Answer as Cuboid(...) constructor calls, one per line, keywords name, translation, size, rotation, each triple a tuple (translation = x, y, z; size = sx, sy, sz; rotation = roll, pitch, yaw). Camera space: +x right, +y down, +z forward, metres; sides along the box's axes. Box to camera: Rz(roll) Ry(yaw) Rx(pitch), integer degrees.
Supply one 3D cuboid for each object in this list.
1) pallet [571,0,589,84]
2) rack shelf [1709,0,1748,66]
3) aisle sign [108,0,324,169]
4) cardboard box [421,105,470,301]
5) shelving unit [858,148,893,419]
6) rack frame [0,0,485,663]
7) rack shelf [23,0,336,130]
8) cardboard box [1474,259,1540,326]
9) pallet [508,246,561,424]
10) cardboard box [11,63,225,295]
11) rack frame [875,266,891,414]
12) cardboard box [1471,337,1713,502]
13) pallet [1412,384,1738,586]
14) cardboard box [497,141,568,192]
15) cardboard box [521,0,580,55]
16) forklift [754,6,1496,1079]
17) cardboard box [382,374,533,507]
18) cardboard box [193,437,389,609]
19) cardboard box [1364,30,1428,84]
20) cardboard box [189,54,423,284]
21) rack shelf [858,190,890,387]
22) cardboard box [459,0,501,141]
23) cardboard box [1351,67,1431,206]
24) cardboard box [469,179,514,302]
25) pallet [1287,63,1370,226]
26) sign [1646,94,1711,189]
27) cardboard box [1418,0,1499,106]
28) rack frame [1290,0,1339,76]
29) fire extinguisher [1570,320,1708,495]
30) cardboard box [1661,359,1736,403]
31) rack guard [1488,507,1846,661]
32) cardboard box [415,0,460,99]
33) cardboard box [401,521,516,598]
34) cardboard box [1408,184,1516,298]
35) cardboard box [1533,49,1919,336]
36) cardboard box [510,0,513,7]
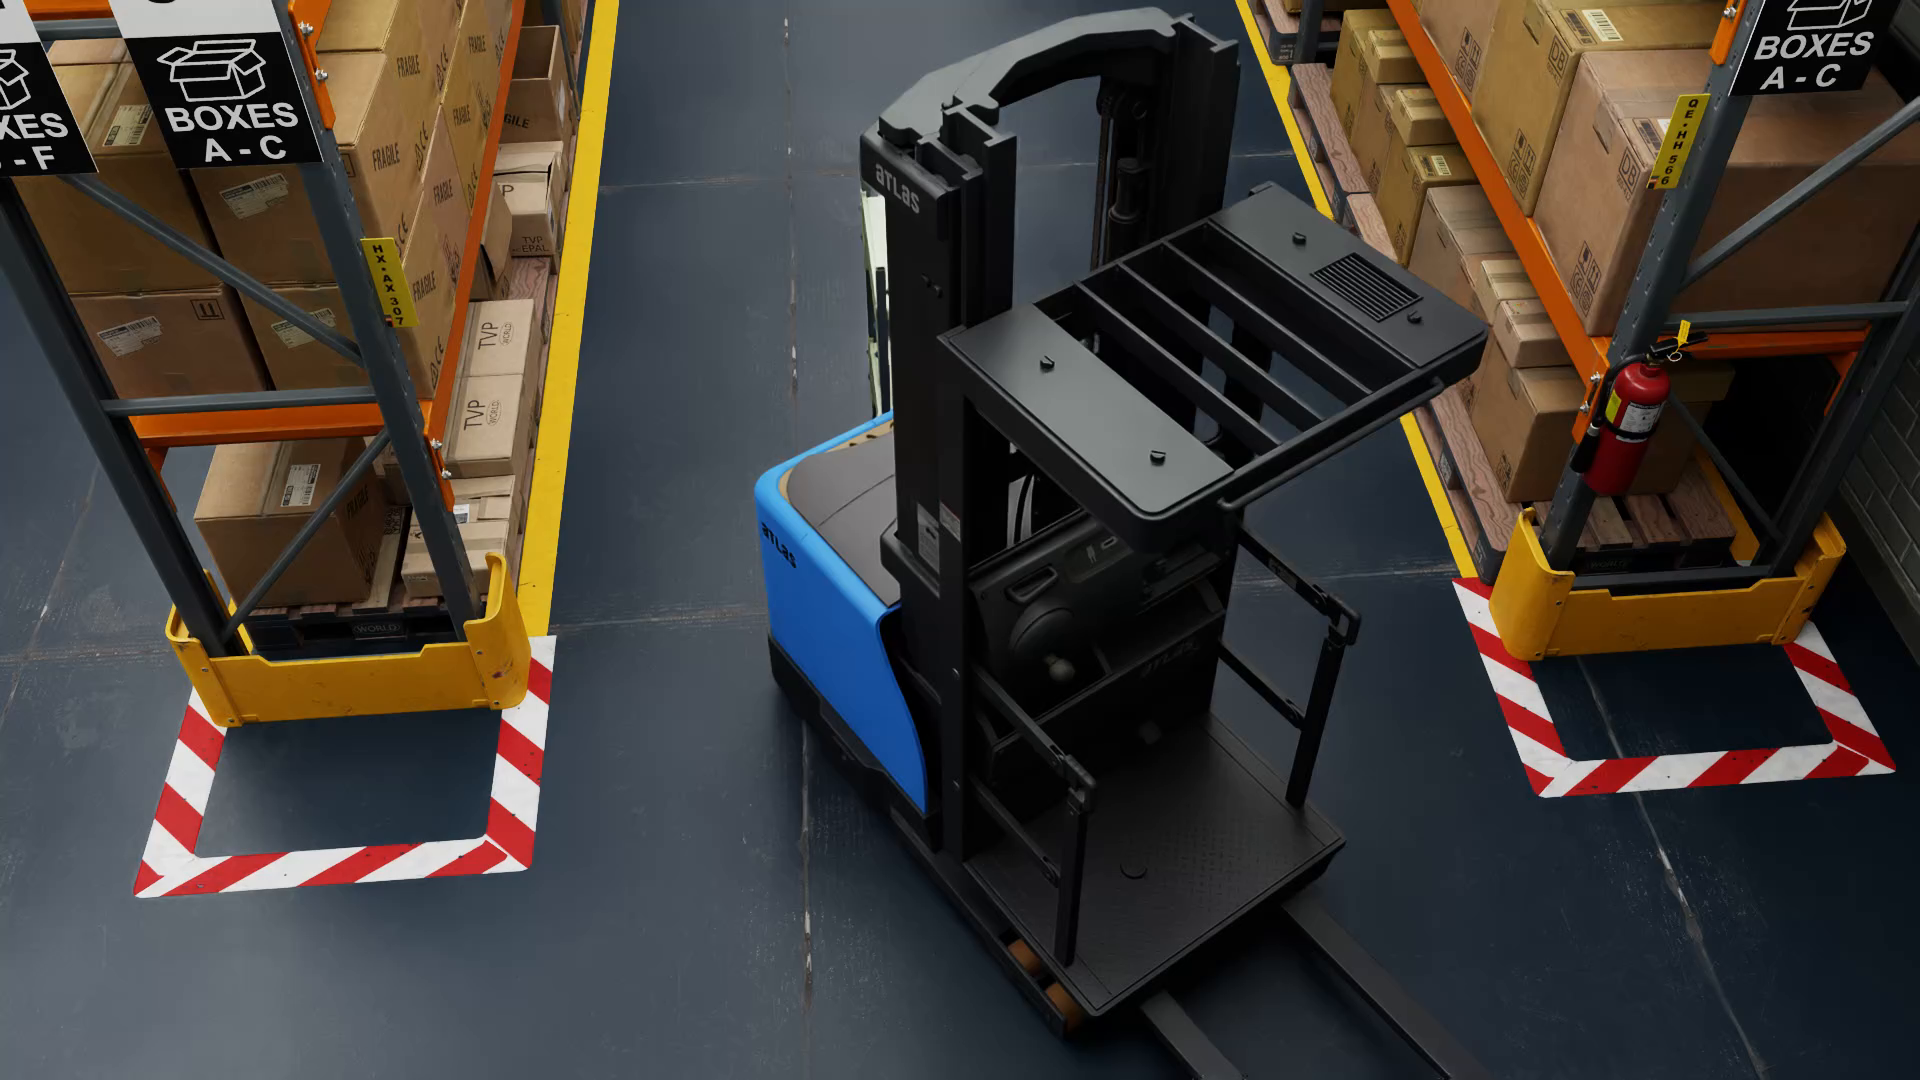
Cuboid(name="pallet", translation=(-2.678, -2.953, 9.538), size=(1.003, 0.211, 1.213), rotation=(-3, 47, -3))
Cuboid(name="rack shelf", translation=(2.531, -2.967, 6.060), size=(1.077, 0.370, 4.000), rotation=(-3, 47, -3))
Cuboid(name="aisle sign", translation=(-1.939, -1.294, 4.256), size=(0.394, 0.787, 0.004), rotation=(-3, 47, -3))
Cuboid(name="cardboard box", translation=(-2.060, -1.176, 5.865), size=(0.500, 0.500, 0.500), rotation=(-4, 47, -4))
Cuboid(name="shelving unit", translation=(-0.134, -0.694, 6.511), size=(0.431, 1.500, 0.755), rotation=(-5, 47, -5))
Cuboid(name="rack frame", translation=(-2.237, -0.432, 5.229), size=(1.000, 3.000, 0.127), rotation=(-3, 47, -3))
Cuboid(name="rack shelf", translation=(-2.405, -2.663, 5.772), size=(1.077, 0.370, 4.000), rotation=(-3, 47, -3))
Cuboid(name="cardboard box", translation=(2.326, -1.010, 6.763), size=(0.380, 0.149, 0.250), rotation=(-2, 47, -2))
Cuboid(name="pallet", translation=(-2.411, -0.985, 7.674), size=(1.003, 0.211, 1.213), rotation=(-3, 47, -3))
Cuboid(name="cardboard box", translation=(-2.549, -1.115, 5.119), size=(0.500, 0.500, 0.500), rotation=(-4, 47, -4))
Cuboid(name="rack frame", translation=(-0.092, -0.430, 6.261), size=(0.400, 1.500, 0.023), rotation=(-5, 47, -5))
Cuboid(name="cardboard box", translation=(2.540, -0.521, 6.746), size=(0.700, 0.500, 0.500), rotation=(-3, 47, -3))
Cuboid(name="pallet", translation=(2.554, -0.350, 7.073), size=(1.003, 0.211, 1.213), rotation=(-3, 47, -3))
Cuboid(name="cardboard box", translation=(-2.151, -1.834, 8.218), size=(0.380, 0.149, 0.250), rotation=(-3, 47, -3))
Cuboid(name="cardboard box", translation=(-2.370, -2.982, 9.064), size=(0.500, 0.500, 0.500), rotation=(-5, 47, -5))
Cuboid(name="forklift", translation=(0.562, 0.174, 4.703), size=(1.130, 2.935, 3.031), rotation=(-28, 53, -24))
Cuboid(name="cardboard box", translation=(-2.042, -0.410, 6.799), size=(0.500, 0.250, 0.500), rotation=(-3, 47, -3))
Cuboid(name="cardboard box", translation=(-2.528, -0.102, 6.336), size=(0.500, 0.500, 0.500), rotation=(-3, 47, -3))
Cuboid(name="cardboard box", translation=(2.171, -2.331, 8.014), size=(0.380, 0.149, 0.250), rotation=(-2, 47, -2))
Cuboid(name="cardboard box", translation=(-2.012, -1.147, 5.149), size=(0.500, 0.500, 0.500), rotation=(-2, 47, -2))
Cuboid(name="rack shelf", translation=(-0.134, -0.963, 6.228), size=(0.431, 0.370, 0.720), rotation=(-5, 47, -5))
Cuboid(name="cardboard box", translation=(-2.140, -1.901, 6.552), size=(0.500, 0.500, 0.500), rotation=(-3, 47, -3))
Cuboid(name="cardboard box", translation=(2.363, -2.003, 8.150), size=(0.700, 0.500, 0.500), rotation=(-4, 47, -4))
Cuboid(name="cardboard box", translation=(-2.410, -1.260, 7.430), size=(0.797, 0.503, 0.637), rotation=(-3, 47, -3))
Cuboid(name="pallet", translation=(2.349, -2.116, 8.745), size=(1.003, 0.211, 1.213), rotation=(-3, 47, -3))
Cuboid(name="sign", translation=(2.157, -1.192, 4.989), size=(0.100, 0.325, 0.005), rotation=(-3, 47, -3))
Cuboid(name="cardboard box", translation=(2.519, -2.285, 6.778), size=(0.980, 0.700, 0.700), rotation=(-6, 47, -5))
Cuboid(name="rack frame", translation=(2.364, -3.629, 8.258), size=(1.000, 3.000, 0.127), rotation=(-3, 47, -3))
Cuboid(name="fire extinguisher", translation=(2.251, -0.443, 5.551), size=(0.296, 0.674, 0.183), rotation=(-3, 47, -3))
Cuboid(name="cardboard box", translation=(2.750, -0.665, 6.436), size=(0.380, 0.149, 0.250), rotation=(-3, 47, -3))
Cuboid(name="rack guard", translation=(2.701, 0.141, 6.408), size=(1.175, 0.500, 0.348), rotation=(-3, 47, -3))
Cuboid(name="cardboard box", translation=(-2.100, -1.887, 5.850), size=(0.500, 0.500, 0.500), rotation=(-3, 47, -3))
Cuboid(name="cardboard box", translation=(-1.930, 0.074, 6.411), size=(0.380, 0.149, 0.250), rotation=(-3, 47, -3))
Cuboid(name="cardboard box", translation=(2.456, -1.247, 7.434), size=(0.700, 0.500, 0.500), rotation=(-5, 47, -5))
Cuboid(name="cardboard box", translation=(2.646, -1.207, 5.757), size=(0.980, 0.700, 0.700), rotation=(-2, 47, -1))
Cuboid(name="cardboard box", translation=(-2.230, -2.641, 7.253), size=(0.500, 0.500, 0.500), rotation=(-2, 47, -2))
